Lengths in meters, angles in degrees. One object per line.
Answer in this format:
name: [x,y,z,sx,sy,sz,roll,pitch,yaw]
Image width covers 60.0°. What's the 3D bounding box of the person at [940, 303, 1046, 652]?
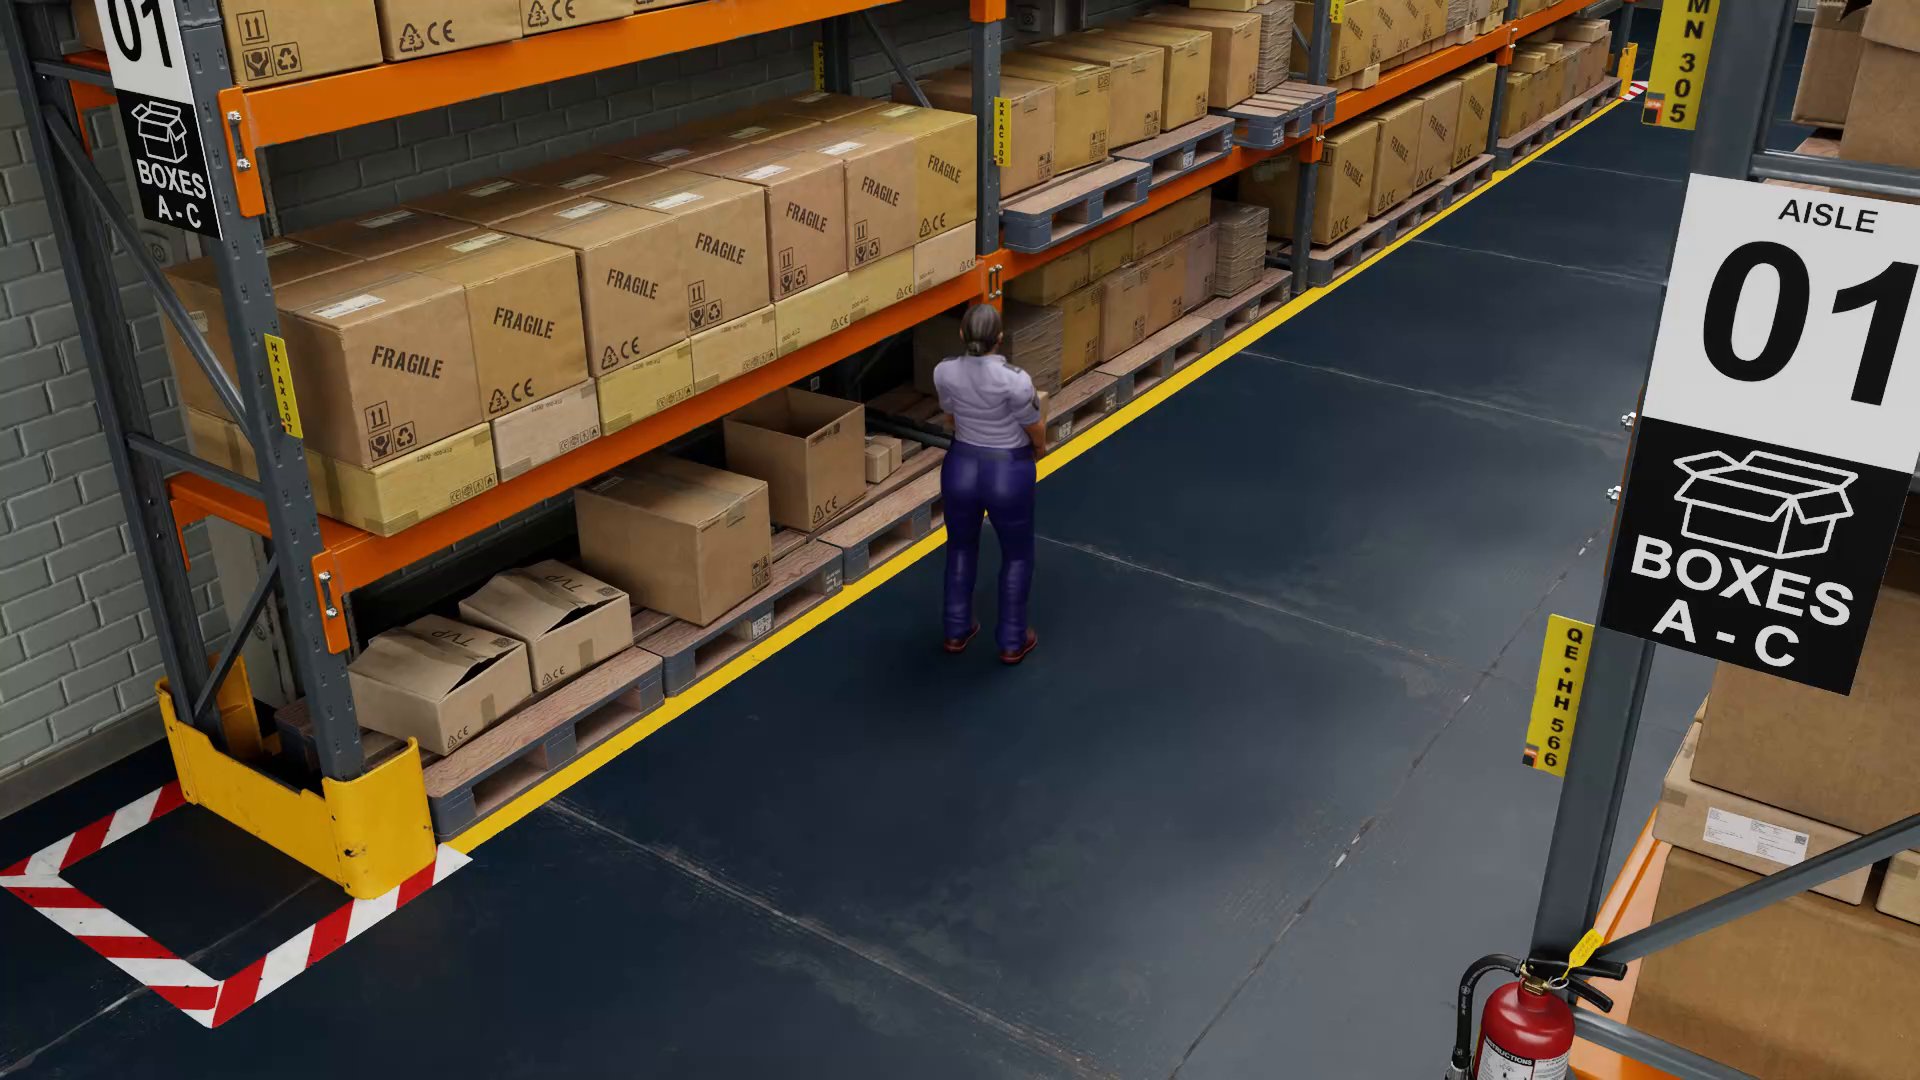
person: [0.156,-0.306,7.181,0.441,1.556,0.514,10,29,19]
